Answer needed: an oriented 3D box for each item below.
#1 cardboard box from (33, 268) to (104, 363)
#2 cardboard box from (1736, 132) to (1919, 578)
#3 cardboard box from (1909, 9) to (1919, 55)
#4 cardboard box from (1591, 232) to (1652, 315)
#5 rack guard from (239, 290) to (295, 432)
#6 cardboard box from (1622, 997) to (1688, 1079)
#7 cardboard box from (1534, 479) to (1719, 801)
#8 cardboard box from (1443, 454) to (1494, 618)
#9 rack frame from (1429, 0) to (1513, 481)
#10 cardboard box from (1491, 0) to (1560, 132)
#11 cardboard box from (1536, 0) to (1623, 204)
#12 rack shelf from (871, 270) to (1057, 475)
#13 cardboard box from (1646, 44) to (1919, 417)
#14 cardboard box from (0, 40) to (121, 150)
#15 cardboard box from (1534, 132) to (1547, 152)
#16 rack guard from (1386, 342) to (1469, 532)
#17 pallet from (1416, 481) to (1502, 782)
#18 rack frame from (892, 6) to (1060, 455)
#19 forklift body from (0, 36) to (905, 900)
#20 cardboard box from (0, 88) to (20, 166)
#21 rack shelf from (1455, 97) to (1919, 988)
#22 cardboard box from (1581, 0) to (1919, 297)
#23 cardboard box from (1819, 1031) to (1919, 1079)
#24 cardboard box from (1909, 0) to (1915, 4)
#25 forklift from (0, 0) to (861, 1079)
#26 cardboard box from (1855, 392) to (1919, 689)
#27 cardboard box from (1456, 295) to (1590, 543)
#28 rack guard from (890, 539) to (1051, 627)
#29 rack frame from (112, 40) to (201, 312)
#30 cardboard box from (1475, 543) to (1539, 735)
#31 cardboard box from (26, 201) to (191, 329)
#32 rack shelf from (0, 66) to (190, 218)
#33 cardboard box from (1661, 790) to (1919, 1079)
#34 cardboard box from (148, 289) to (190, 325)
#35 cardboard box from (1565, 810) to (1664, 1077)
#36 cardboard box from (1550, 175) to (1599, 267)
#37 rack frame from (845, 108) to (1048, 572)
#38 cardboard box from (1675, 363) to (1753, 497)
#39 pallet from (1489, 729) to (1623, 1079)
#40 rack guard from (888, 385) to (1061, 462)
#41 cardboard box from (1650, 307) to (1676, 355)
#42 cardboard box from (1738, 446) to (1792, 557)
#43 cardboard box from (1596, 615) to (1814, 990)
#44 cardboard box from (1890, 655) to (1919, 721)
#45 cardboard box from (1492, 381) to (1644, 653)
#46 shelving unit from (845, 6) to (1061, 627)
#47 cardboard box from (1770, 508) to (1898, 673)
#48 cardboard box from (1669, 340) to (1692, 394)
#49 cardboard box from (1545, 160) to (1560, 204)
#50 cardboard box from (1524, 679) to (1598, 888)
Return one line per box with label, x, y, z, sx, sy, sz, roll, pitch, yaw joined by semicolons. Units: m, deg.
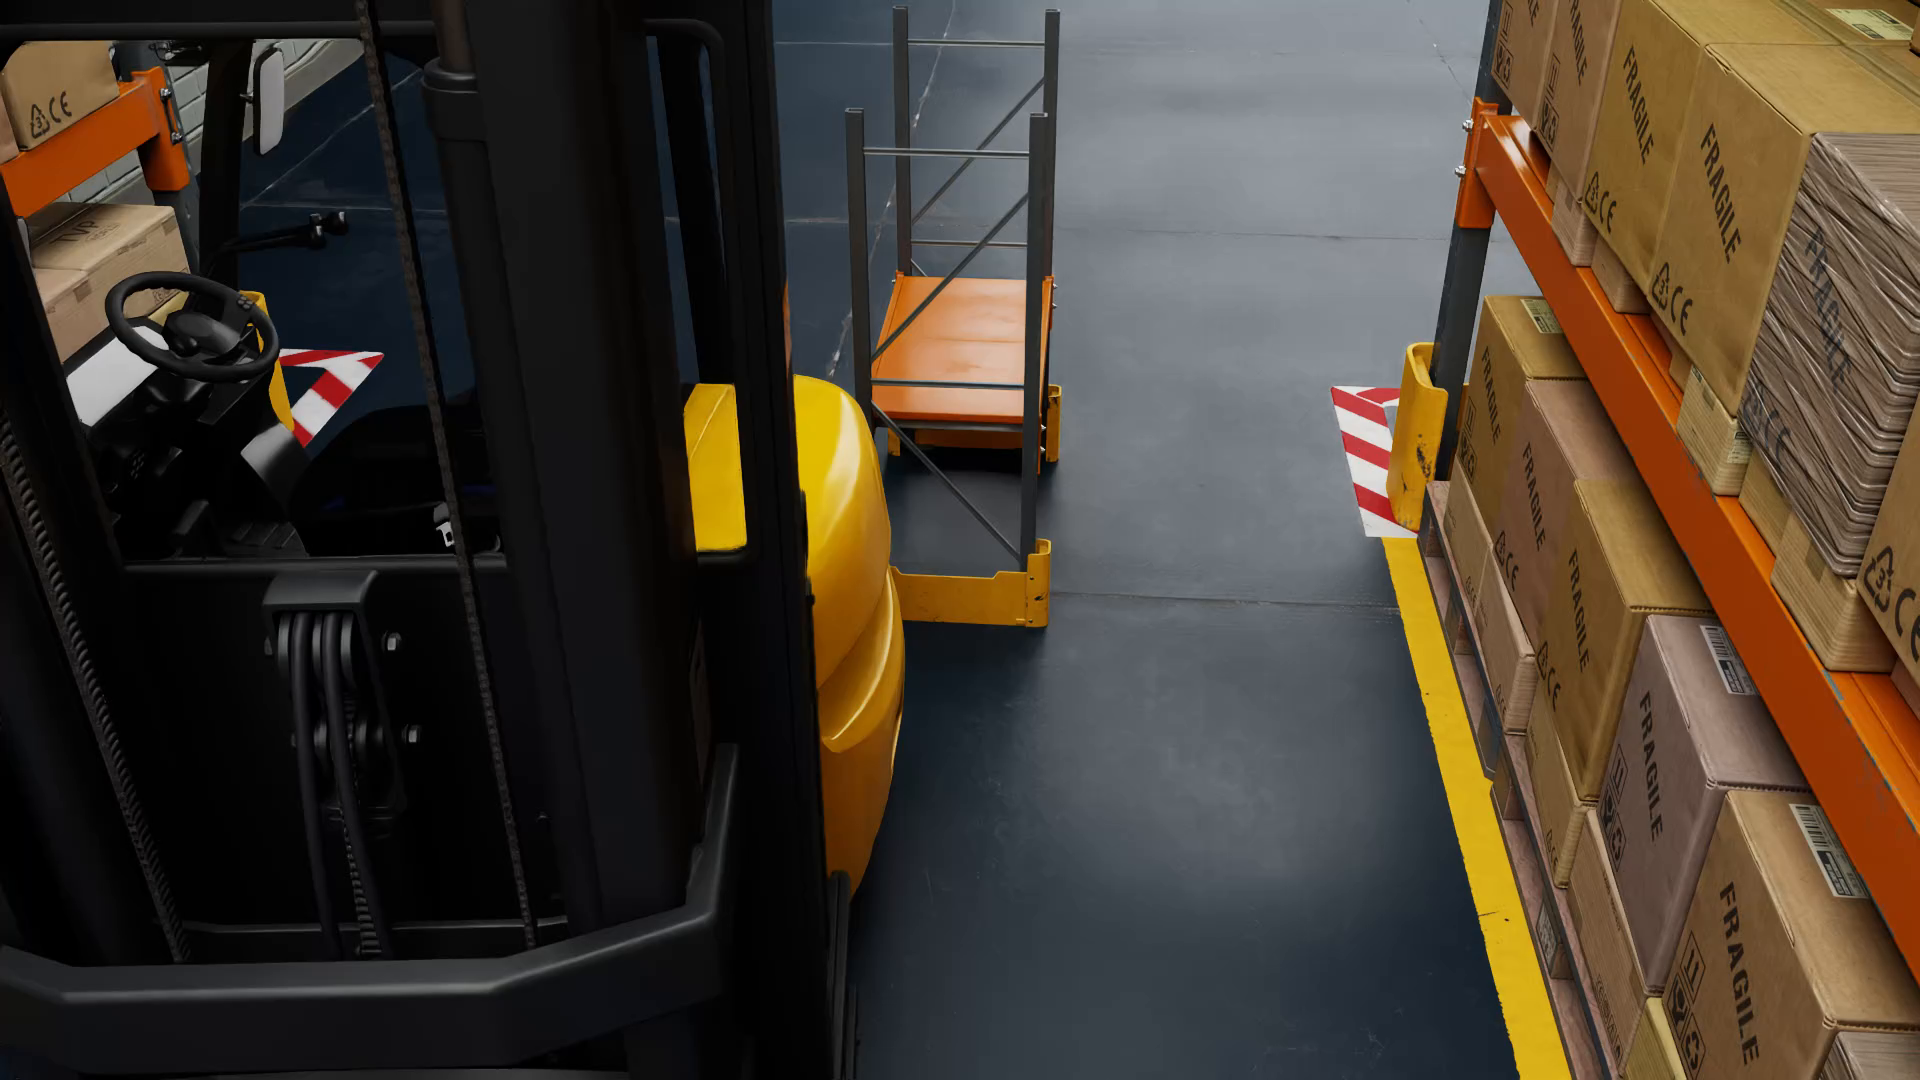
cardboard box;-2.711;-0.534;4.525;0.500;0.250;0.500;3;32;5
cardboard box;1.534;-0.273;2.455;0.500;0.500;0.500;3;32;5
cardboard box;2.008;-0.939;2.583;0.700;0.500;0.500;2;32;4
cardboard box;1.602;-0.600;3.604;0.380;0.149;0.250;3;32;5
rack guard;-2.947;-0.570;5.698;1.175;0.500;0.348;2;32;4
cardboard box;1.486;1.073;2.871;0.500;0.250;0.500;2;32;3
cardboard box;1.569;0.219;3.541;0.500;0.500;0.500;3;32;5
cardboard box;1.657;-0.009;4.627;0.500;0.250;0.500;2;32;4
rack frame;1.998;-1.411;4.681;1.000;3.000;0.127;2;32;4
cardboard box;1.683;-1.345;4.194;0.500;0.500;0.500;2;32;3
cardboard box;1.644;-1.074;3.754;0.500;0.500;0.500;3;32;5
rack shelf;0.007;-0.530;5.023;0.538;0.185;1.000;2;32;4
cardboard box;1.571;-0.541;2.890;0.500;0.500;0.500;2;32;3
cardboard box;-2.727;-1.395;4.560;0.500;0.500;0.500;2;32;3
cardboard box;1.764;-1.136;4.473;0.380;0.149;0.250;3;32;4
rack guard;1.992;-0.307;5.272;1.175;0.500;0.348;2;32;4
pallet;1.891;0.239;4.661;1.003;0.211;1.213;2;32;4
rack frame;0.048;-0.949;5.360;0.500;1.500;0.032;2;32;4
forklift body;-1.285;-0.191;3.509;2.313;2.155;1.214;2;32;4
cardboard box;-2.779;-1.124;4.120;0.500;0.500;0.500;3;32;6
rack shelf;1.836;-0.059;3.173;1.077;0.370;4.000;2;32;4
cardboard box;1.604;-0.807;3.322;0.500;0.500;0.500;2;32;3
cardboard box;1.453;1.032;2.222;0.500;0.500;0.500;2;32;3
cardboard box;2.139;-0.762;3.248;0.500;0.500;0.500;2;32;4
forklift;-0.758;-0.001;2.458;1.130;2.935;3.031;-1;32;-1
cardboard box;1.496;-0.001;2.014;0.500;0.500;0.500;3;32;6
cardboard box;1.656;-0.316;4.410;0.500;0.500;0.500;1;32;2
rack guard;-0.034;0.114;4.827;0.587;0.250;0.087;2;32;4
rack frame;-2.949;-1.621;5.022;1.000;3.000;0.127;2;32;4
cardboard box;1.608;0.257;4.194;0.500;0.250;0.500;4;32;6
cardboard box;-2.676;-0.801;4.958;0.500;0.250;0.500;3;32;6
rack shelf;-3.112;-0.269;3.514;1.077;0.370;4.000;2;32;4
cardboard box;1.493;0.766;2.654;0.500;0.500;0.500;3;32;5
cardboard box;-2.677;-0.575;5.067;0.500;0.250;0.500;2;32;3
cardboard box;1.532;0.807;3.302;0.500;0.250;0.500;3;32;5
cardboard box;1.589;-0.737;3.826;0.380;0.149;0.250;3;32;5
rack frame;-0.034;-0.417;4.498;0.500;1.500;0.032;2;32;4
cardboard box;1.510;-0.194;2.945;0.380;0.149;0.250;3;32;4
pallet;1.789;0.875;3.629;1.003;0.211;1.213;2;32;4
rack guard;0.047;-0.407;5.672;0.587;0.250;0.087;2;32;4
cardboard box;1.640;-0.459;3.376;0.380;0.149;0.250;3;32;6
cardboard box;1.525;-0.058;2.724;0.380;0.149;0.250;2;32;3
cardboard box;1.534;0.499;3.087;0.500;0.500;0.500;4;32;7
cardboard box;1.542;0.213;2.285;0.380;0.149;0.250;2;32;3
cardboard box;1.618;-0.043;3.966;0.500;0.500;0.500;1;32;2
shelving unit;0.006;-0.678;4.921;0.587;1.500;1.083;2;32;4
cardboard box;1.475;0.075;2.509;0.380;0.149;0.250;2;32;3
cardboard box;1.589;-0.323;3.154;0.380;0.149;0.250;2;32;3
cardboard box;1.656;-0.868;4.038;0.380;0.149;0.250;1;32;2
cardboard box;1.576;0.543;3.730;0.500;0.250;0.500;5;32;7
